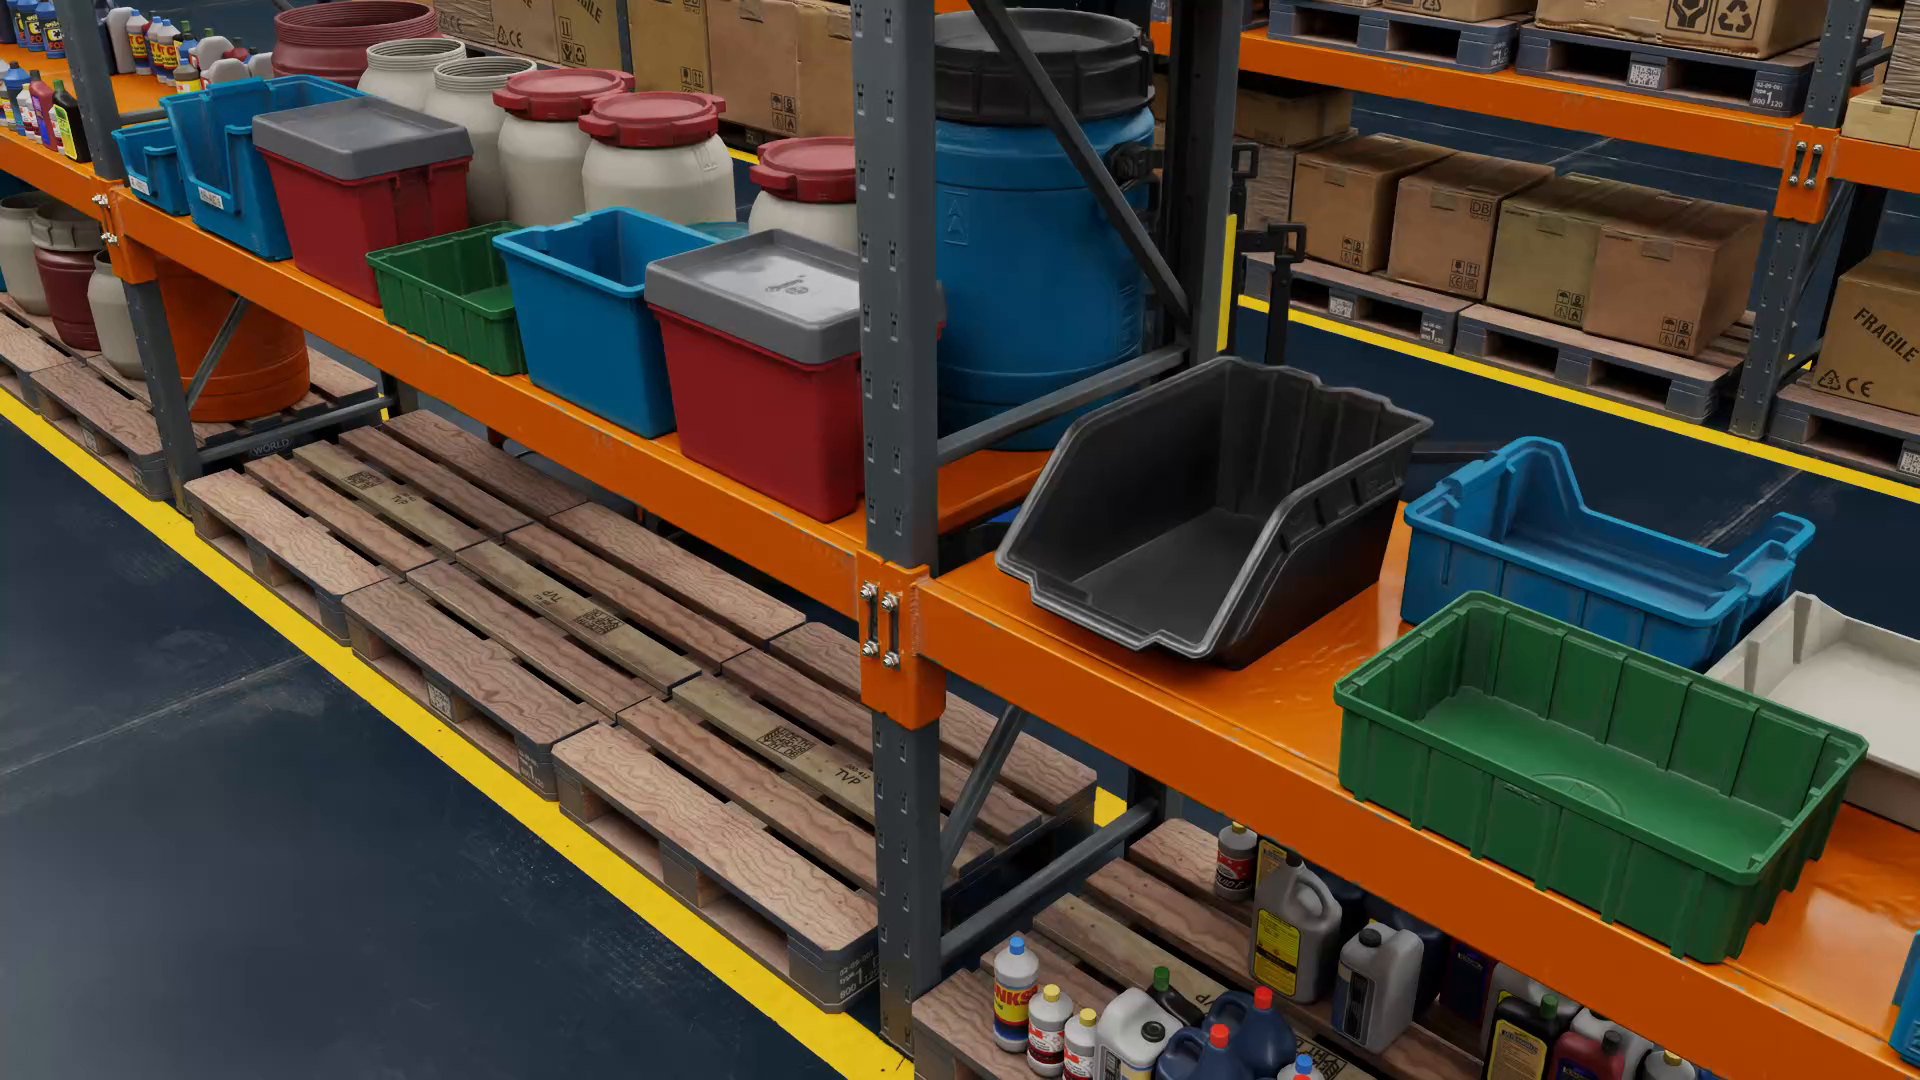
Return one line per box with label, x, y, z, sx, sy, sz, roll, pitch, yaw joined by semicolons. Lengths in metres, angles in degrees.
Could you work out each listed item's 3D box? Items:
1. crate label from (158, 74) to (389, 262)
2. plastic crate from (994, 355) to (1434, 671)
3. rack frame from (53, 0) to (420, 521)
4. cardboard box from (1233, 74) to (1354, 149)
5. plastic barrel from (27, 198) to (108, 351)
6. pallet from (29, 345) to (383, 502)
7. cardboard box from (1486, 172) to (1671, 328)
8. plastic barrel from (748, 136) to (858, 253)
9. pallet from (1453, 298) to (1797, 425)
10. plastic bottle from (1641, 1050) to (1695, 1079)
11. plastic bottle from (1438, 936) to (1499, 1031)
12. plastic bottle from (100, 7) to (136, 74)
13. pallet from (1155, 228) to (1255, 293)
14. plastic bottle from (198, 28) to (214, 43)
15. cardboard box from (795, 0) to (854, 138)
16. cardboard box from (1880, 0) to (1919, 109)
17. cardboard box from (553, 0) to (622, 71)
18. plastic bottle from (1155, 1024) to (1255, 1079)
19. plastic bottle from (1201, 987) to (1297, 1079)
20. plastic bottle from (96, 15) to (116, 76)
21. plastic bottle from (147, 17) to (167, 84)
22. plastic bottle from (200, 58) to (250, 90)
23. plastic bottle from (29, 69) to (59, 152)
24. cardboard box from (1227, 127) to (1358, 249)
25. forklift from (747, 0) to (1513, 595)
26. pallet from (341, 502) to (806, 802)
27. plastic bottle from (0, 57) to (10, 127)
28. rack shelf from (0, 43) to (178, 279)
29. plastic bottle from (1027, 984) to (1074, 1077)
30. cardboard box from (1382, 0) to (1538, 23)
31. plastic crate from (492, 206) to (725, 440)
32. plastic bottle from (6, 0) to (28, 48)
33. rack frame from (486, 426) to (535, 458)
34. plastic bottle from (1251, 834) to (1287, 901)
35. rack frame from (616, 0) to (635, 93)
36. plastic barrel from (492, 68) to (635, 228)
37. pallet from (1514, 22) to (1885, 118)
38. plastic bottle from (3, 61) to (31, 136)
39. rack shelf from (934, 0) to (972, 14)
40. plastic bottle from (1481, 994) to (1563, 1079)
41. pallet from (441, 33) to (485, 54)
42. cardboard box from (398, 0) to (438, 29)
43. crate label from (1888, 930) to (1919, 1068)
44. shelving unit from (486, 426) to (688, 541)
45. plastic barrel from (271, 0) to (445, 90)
crate label;-2.131;-1.189;5.251;0.616;0.435;0.502;25;36;38
plastic crate;0.486;-0.042;3.173;0.504;0.338;0.767;25;36;38
rack frame;-2.650;-1.588;6.046;0.127;3.000;1.000;25;36;38
cardboard box;1.707;-2.273;8.757;0.500;0.250;0.500;-21;34;-34
plastic barrel;-3.816;-1.229;7.503;0.708;0.588;0.600;25;36;38
pallet;-3.242;-0.597;7.158;1.213;0.211;1.003;25;36;38
cardboard box;2.925;-1.384;7.872;0.500;0.500;0.700;24;36;38
plastic barrel;-0.326;-0.727;4.265;0.433;0.535;0.433;0;28;0
pallet;3.118;-0.945;7.821;1.213;0.211;1.003;25;36;38
plastic bottle;1.447;1.128;3.416;0.097;0.201;0.097;0;28;0
plastic bottle;1.146;0.942;3.682;0.061;0.283;0.133;-22;35;-36
plastic bottle;-3.721;-2.234;7.408;0.135;0.276;0.152;25;36;38
pallet;1.379;-1.742;9.335;1.213;0.211;1.003;25;36;38
plastic bottle;-3.126;-1.994;6.945;0.133;0.283;0.061;25;36;38
cardboard box;-0.285;-3.002;10.568;0.875;0.875;1.225;25;36;39
cardboard box;3.952;-1.935;6.279;0.500;0.500;0.875;25;36;38
cardboard box;-2.444;-4.024;12.511;0.875;0.875;0.875;25;36;38
plastic bottle;0.487;1.096;3.315;0.144;0.351;0.185;-24;36;-38
plastic bottle;0.588;1.049;3.406;0.185;0.351;0.144;25;36;38
plastic bottle;-3.843;-2.226;7.313;0.185;0.351;0.144;25;36;38
plastic bottle;-3.455;-2.128;7.211;0.097;0.271;0.097;0;28;0
plastic bottle;-2.839;-1.731;6.452;0.135;0.276;0.152;25;36;38
plastic bottle;-3.402;-1.602;6.198;0.133;0.283;0.061;25;36;38
cardboard box;1.719;-1.931;8.912;0.500;0.500;0.700;21;34;34
forklift;0.765;-1.317;5.606;3.031;2.935;1.130;0;28;0
pallet;-1.259;0.310;5.433;1.213;0.211;1.003;25;36;38
plastic bottle;-3.749;-1.767;6.526;0.097;0.271;0.097;0;28;0
rack shelf;-4.076;-1.922;7.455;4.000;0.370;1.077;25;36;38
plastic bottle;0.194;1.044;3.575;0.097;0.201;0.097;0;28;0
cardboard box;2.374;-2.693;7.586;0.797;0.503;0.637;-21;34;-34
plastic crate;-0.803;-0.532;4.056;0.575;0.384;0.392;25;36;38
plastic bottle;-4.449;-2.483;7.888;0.097;0.271;0.097;0;28;0
rack frame;-1.695;-0.815;6.583;0.032;1.125;0.500;24;37;38
plastic bottle;0.776;0.773;4.003;0.061;0.283;0.133;-23;36;-37
rack frame;-2.030;-4.536;11.654;0.127;3.000;1.000;25;36;38
plastic barrel;-1.158;-1.108;4.988;0.433;0.535;0.433;0;28;0
pallet;3.232;-2.139;7.301;1.213;0.211;1.003;25;36;38
plastic bottle;-3.611;-1.704;6.405;0.097;0.271;0.097;0;28;0
rack shelf;-0.604;-3.565;10.581;4.000;0.370;1.077;25;36;38
plastic bottle;1.177;1.050;3.476;0.133;0.283;0.061;25;36;38
pallet;-4.257;-4.372;14.339;1.213;0.211;1.003;25;36;38
cardboard box;-4.370;-4.905;14.187;0.875;0.875;0.875;25;36;38
crate label;1.552;0.496;2.045;0.616;0.435;0.502;25;36;38
shelving unit;-1.331;-0.650;6.270;1.048;1.125;0.538;24;37;38
plastic barrel;-2.107;-1.597;5.918;0.708;0.536;0.600;25;36;38
